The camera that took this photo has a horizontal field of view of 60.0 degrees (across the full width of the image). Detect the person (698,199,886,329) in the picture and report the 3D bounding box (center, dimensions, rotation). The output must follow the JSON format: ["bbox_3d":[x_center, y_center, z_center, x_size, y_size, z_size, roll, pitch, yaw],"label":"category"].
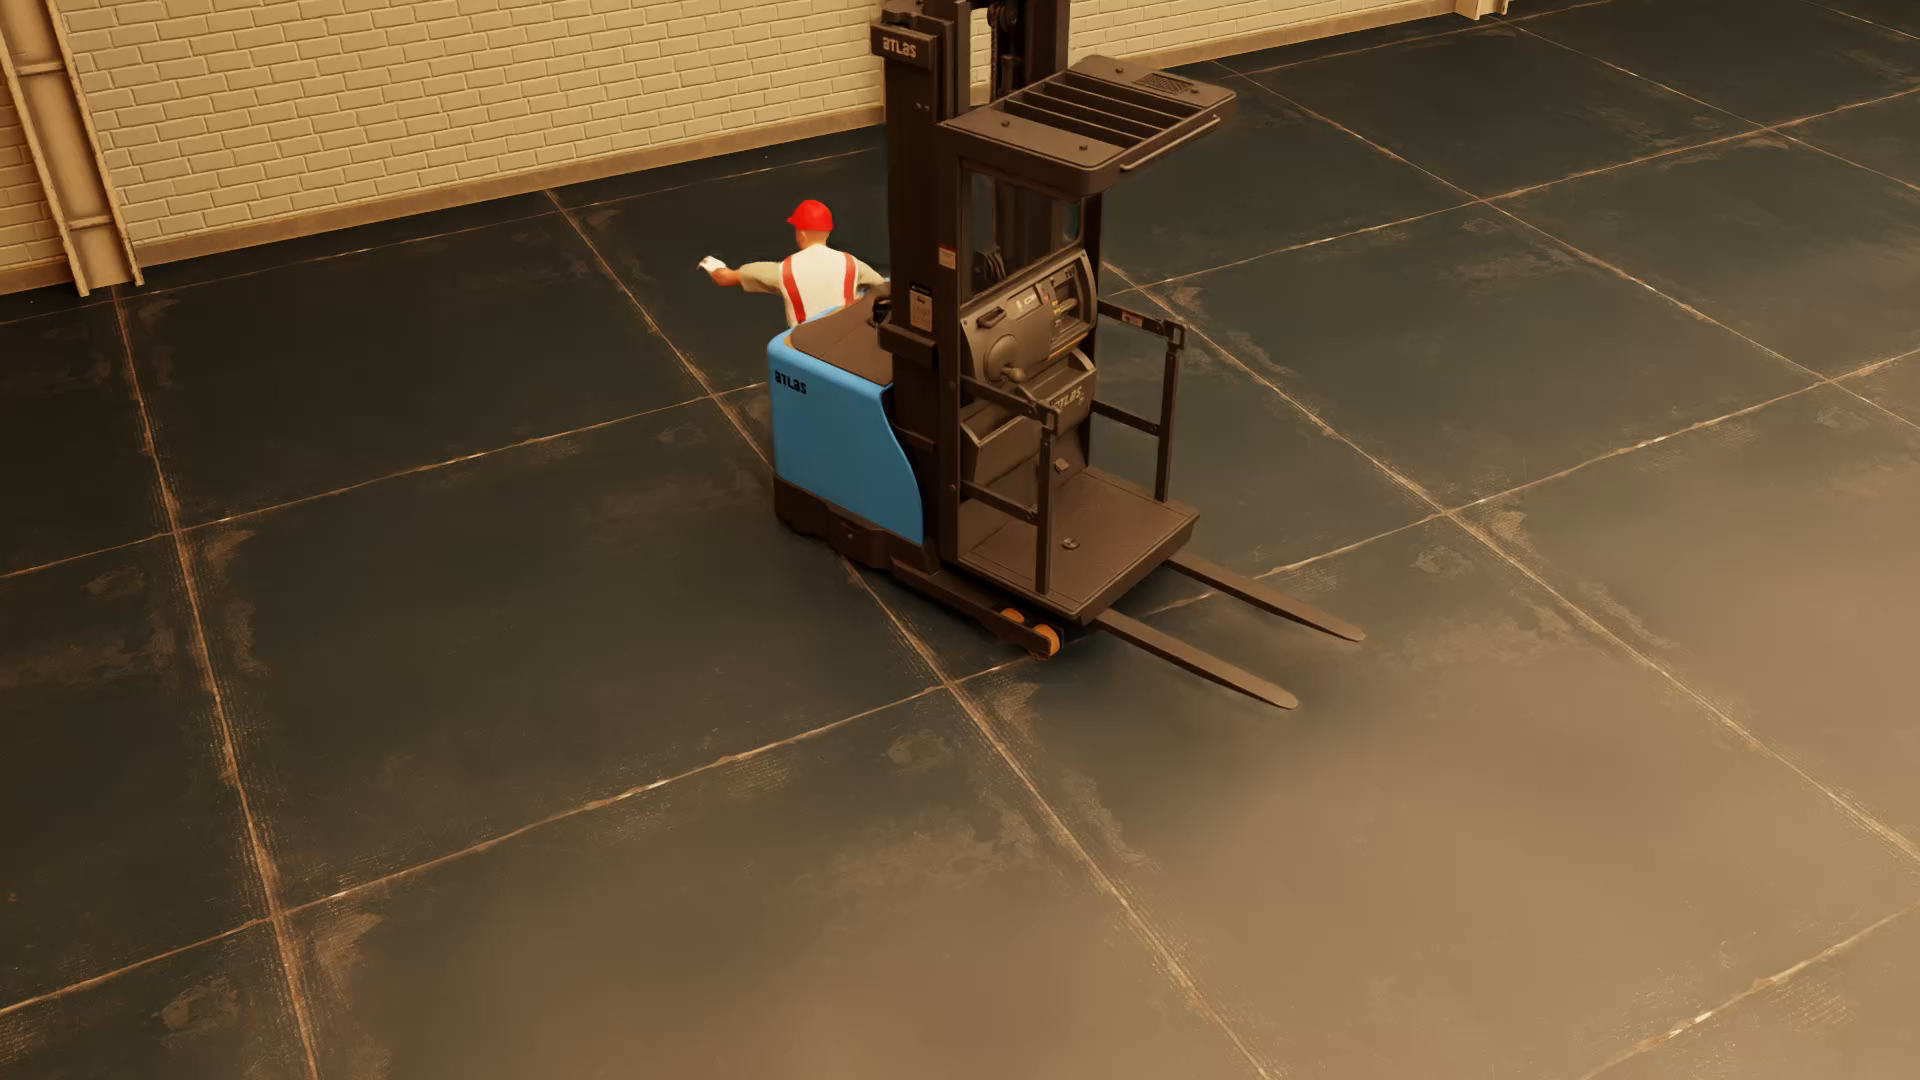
[{"bbox_3d":[-0.618,-1.121,8.957,1.448,1.527,0.847,-8,36,-12],"label":"person"}]

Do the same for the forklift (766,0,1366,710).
[{"bbox_3d":[0.486,-0.978,7.507,3.031,2.935,1.130,25,42,31],"label":"forklift"}]
